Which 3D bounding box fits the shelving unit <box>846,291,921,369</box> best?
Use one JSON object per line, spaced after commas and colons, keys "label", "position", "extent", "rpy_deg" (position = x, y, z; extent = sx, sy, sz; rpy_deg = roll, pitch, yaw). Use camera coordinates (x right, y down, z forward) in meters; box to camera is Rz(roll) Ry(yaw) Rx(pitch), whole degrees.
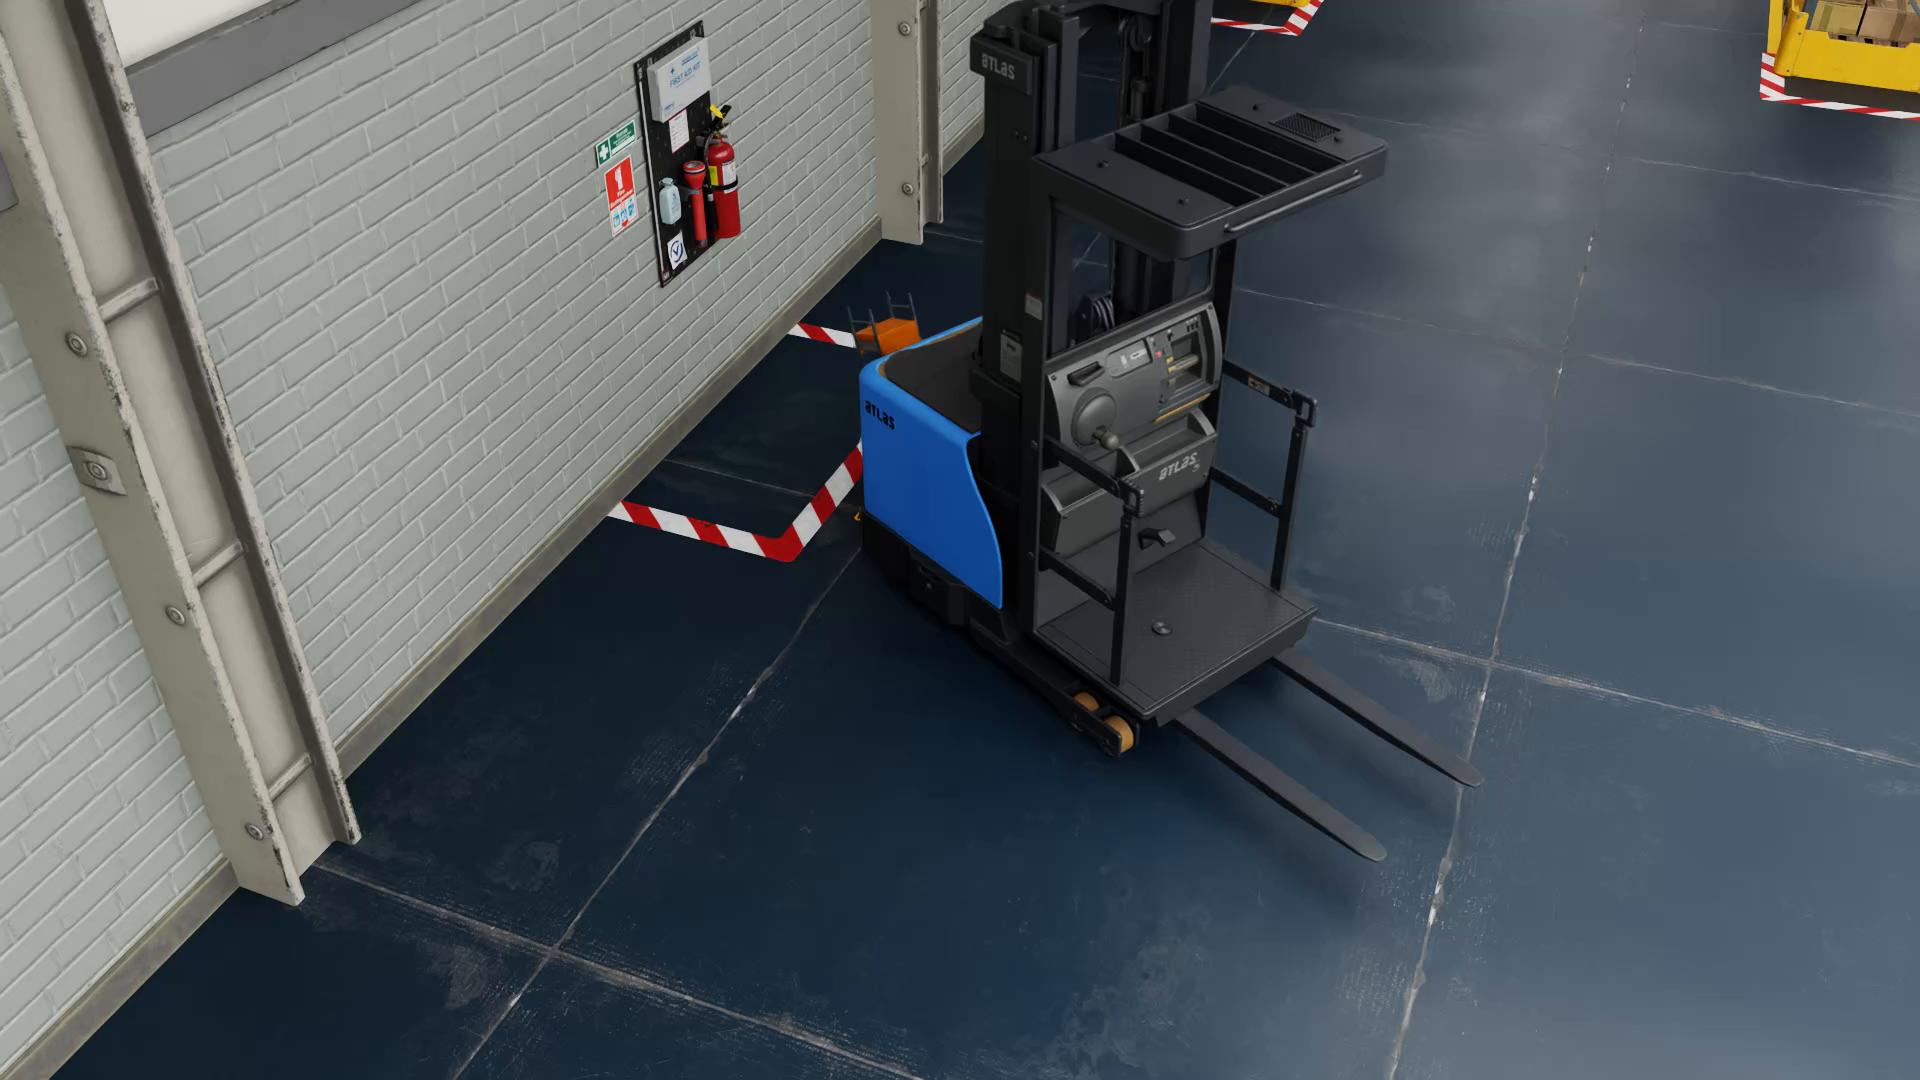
{"label": "shelving unit", "position": [-0.288, -0.694, 8.284], "extent": [0.252, 1.050, 0.215], "rpy_deg": [-27, 26, -32]}

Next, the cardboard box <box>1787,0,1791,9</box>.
{"label": "cardboard box", "position": [7.181, -4.586, 13.826], "extent": [0.500, 0.250, 0.500], "rpy_deg": [14, 39, 18]}

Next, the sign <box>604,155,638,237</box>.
{"label": "sign", "position": [-1.609, -1.636, 7.904], "extent": [0.001, 0.329, 0.234], "rpy_deg": [14, 39, 18]}

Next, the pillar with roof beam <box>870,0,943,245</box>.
{"label": "pillar with roof beam", "position": [3.653, -4.686, 7.003], "extent": [9.100, 9.000, 0.400], "rpy_deg": [14, 39, 18]}

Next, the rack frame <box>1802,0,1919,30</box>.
{"label": "rack frame", "position": [7.071, -4.875, 12.267], "extent": [1.000, 3.000, 0.127], "rpy_deg": [14, 39, 18]}

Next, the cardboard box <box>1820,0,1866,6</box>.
{"label": "cardboard box", "position": [7.000, -4.607, 13.228], "extent": [0.500, 0.500, 0.500], "rpy_deg": [14, 39, 18]}

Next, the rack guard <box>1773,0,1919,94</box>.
{"label": "rack guard", "position": [7.062, -3.860, 12.997], "extent": [1.175, 0.500, 0.348], "rpy_deg": [14, 39, 18]}

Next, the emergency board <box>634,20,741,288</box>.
{"label": "emergency board", "position": [-1.303, -1.904, 8.293], "extent": [0.194, 1.169, 0.643], "rpy_deg": [14, 39, 18]}

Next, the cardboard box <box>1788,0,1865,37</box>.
{"label": "cardboard box", "position": [7.002, -4.306, 13.451], "extent": [0.500, 0.250, 0.500], "rpy_deg": [14, 39, 18]}

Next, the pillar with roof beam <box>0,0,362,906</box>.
{"label": "pillar with roof beam", "position": [1.370, -1.364, 2.559], "extent": [9.100, 9.000, 0.400], "rpy_deg": [14, 39, 18]}

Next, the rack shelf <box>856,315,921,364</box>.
{"label": "rack shelf", "position": [-0.345, -0.942, 8.184], "extent": [0.240, 0.259, 0.215], "rpy_deg": [-27, 26, -32]}

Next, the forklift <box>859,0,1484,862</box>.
{"label": "forklift", "position": [0.856, -0.607, 6.614], "extent": [1.130, 2.935, 3.031], "rpy_deg": [-27, 44, -31]}

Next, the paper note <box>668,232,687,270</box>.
{"label": "paper note", "position": [-1.435, -1.469, 8.446], "extent": [0.016, 0.148, 0.142], "rpy_deg": [14, 39, 18]}

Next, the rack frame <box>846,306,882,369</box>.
{"label": "rack frame", "position": [-0.380, -0.647, 8.220], "extent": [0.008, 1.050, 0.200], "rpy_deg": [-27, 26, -32]}

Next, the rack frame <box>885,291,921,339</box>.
{"label": "rack frame", "position": [-0.196, -0.742, 8.349], "extent": [0.008, 1.050, 0.200], "rpy_deg": [-27, 26, -32]}

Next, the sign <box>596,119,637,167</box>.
{"label": "sign", "position": [-1.599, -1.849, 7.746], "extent": [0.001, 0.109, 0.331], "rpy_deg": [14, 39, 18]}

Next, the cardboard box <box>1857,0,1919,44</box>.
{"label": "cardboard box", "position": [7.481, -4.188, 13.294], "extent": [0.500, 0.250, 0.500], "rpy_deg": [14, 39, 18]}

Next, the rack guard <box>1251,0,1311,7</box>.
{"label": "rack guard", "position": [2.518, -5.042, 14.578], "extent": [1.175, 0.500, 0.348], "rpy_deg": [14, 39, 18]}

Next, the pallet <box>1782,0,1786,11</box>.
{"label": "pallet", "position": [7.789, -4.864, 14.581], "extent": [1.003, 0.211, 1.213], "rpy_deg": [14, 39, 18]}

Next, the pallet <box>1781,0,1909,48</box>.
{"label": "pallet", "position": [7.324, -4.191, 13.681], "extent": [1.003, 0.211, 1.213], "rpy_deg": [14, 39, 18]}
